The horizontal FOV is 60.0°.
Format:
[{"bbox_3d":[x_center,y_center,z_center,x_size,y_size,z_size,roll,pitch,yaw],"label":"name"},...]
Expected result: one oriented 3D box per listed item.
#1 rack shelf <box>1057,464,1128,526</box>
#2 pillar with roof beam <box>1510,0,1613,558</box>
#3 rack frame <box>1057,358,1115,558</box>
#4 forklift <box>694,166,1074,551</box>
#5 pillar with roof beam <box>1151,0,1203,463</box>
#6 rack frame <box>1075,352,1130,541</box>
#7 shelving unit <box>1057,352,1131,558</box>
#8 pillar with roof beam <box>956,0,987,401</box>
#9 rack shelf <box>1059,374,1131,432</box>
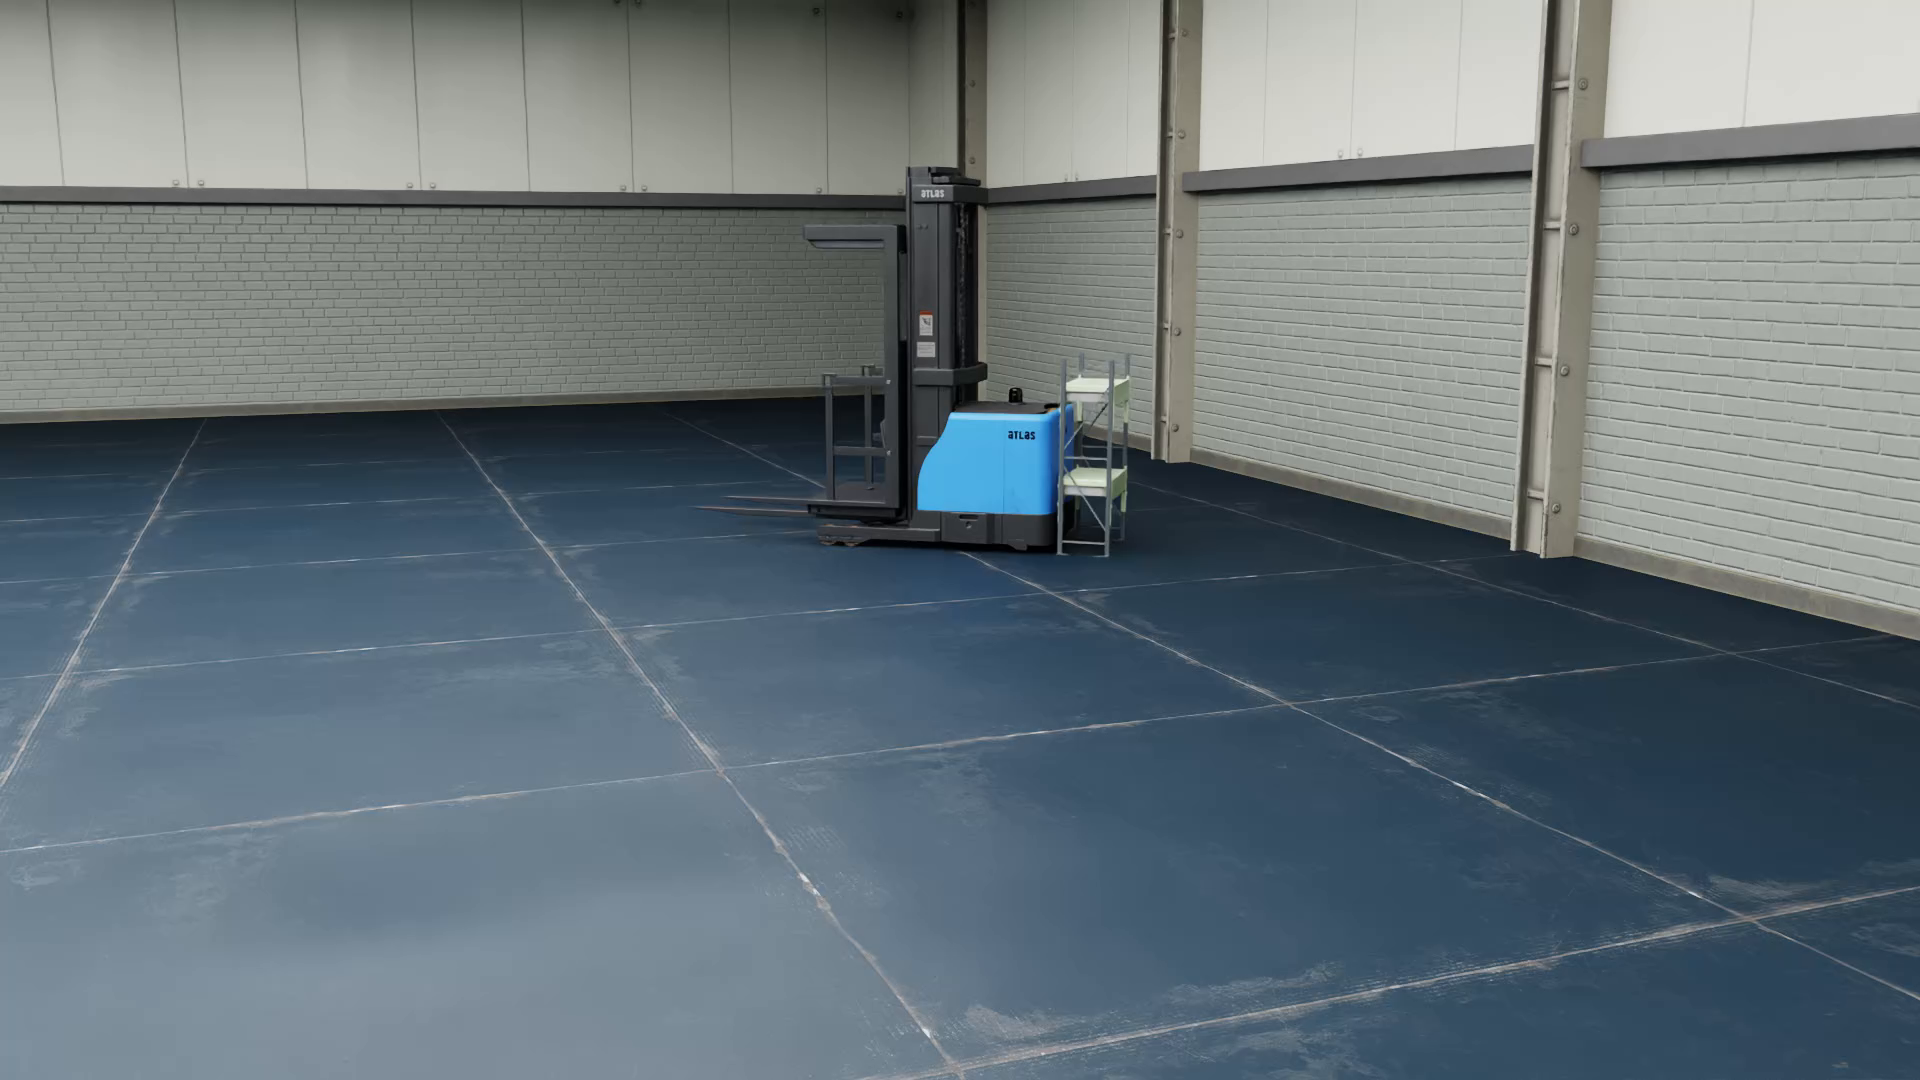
[{"bbox_3d":[1.041,-0.358,13.001,0.431,0.370,0.720,3,11,14],"label":"rack shelf"},{"bbox_3d":[0.500,-4.060,10.551,9.100,9.000,0.400,-4,11,-21],"label":"pillar with roof beam"},{"bbox_3d":[0.951,-0.617,12.594,0.400,1.500,0.023,3,11,14],"label":"rack frame"},{"bbox_3d":[-0.638,-1.479,13.367,3.031,2.935,1.130,3,10,15],"label":"forklift"},{"bbox_3d":[-1.674,-5.040,16.056,9.100,9.000,0.400,-4,11,-21],"label":"pillar with roof beam"},{"bbox_3d":[1.138,-0.741,13.291,0.400,1.500,0.023,3,11,14],"label":"rack frame"},{"bbox_3d":[1.045,-0.679,12.943,0.431,1.500,0.755,3,11,14],"label":"shelving unit"},{"bbox_3d":[-3.848,-6.019,21.562,9.100,9.000,0.400,-4,11,-21],"label":"pillar with roof beam"},{"bbox_3d":[1.048,-1.063,12.873,0.431,0.370,0.720,3,11,14],"label":"rack shelf"}]
